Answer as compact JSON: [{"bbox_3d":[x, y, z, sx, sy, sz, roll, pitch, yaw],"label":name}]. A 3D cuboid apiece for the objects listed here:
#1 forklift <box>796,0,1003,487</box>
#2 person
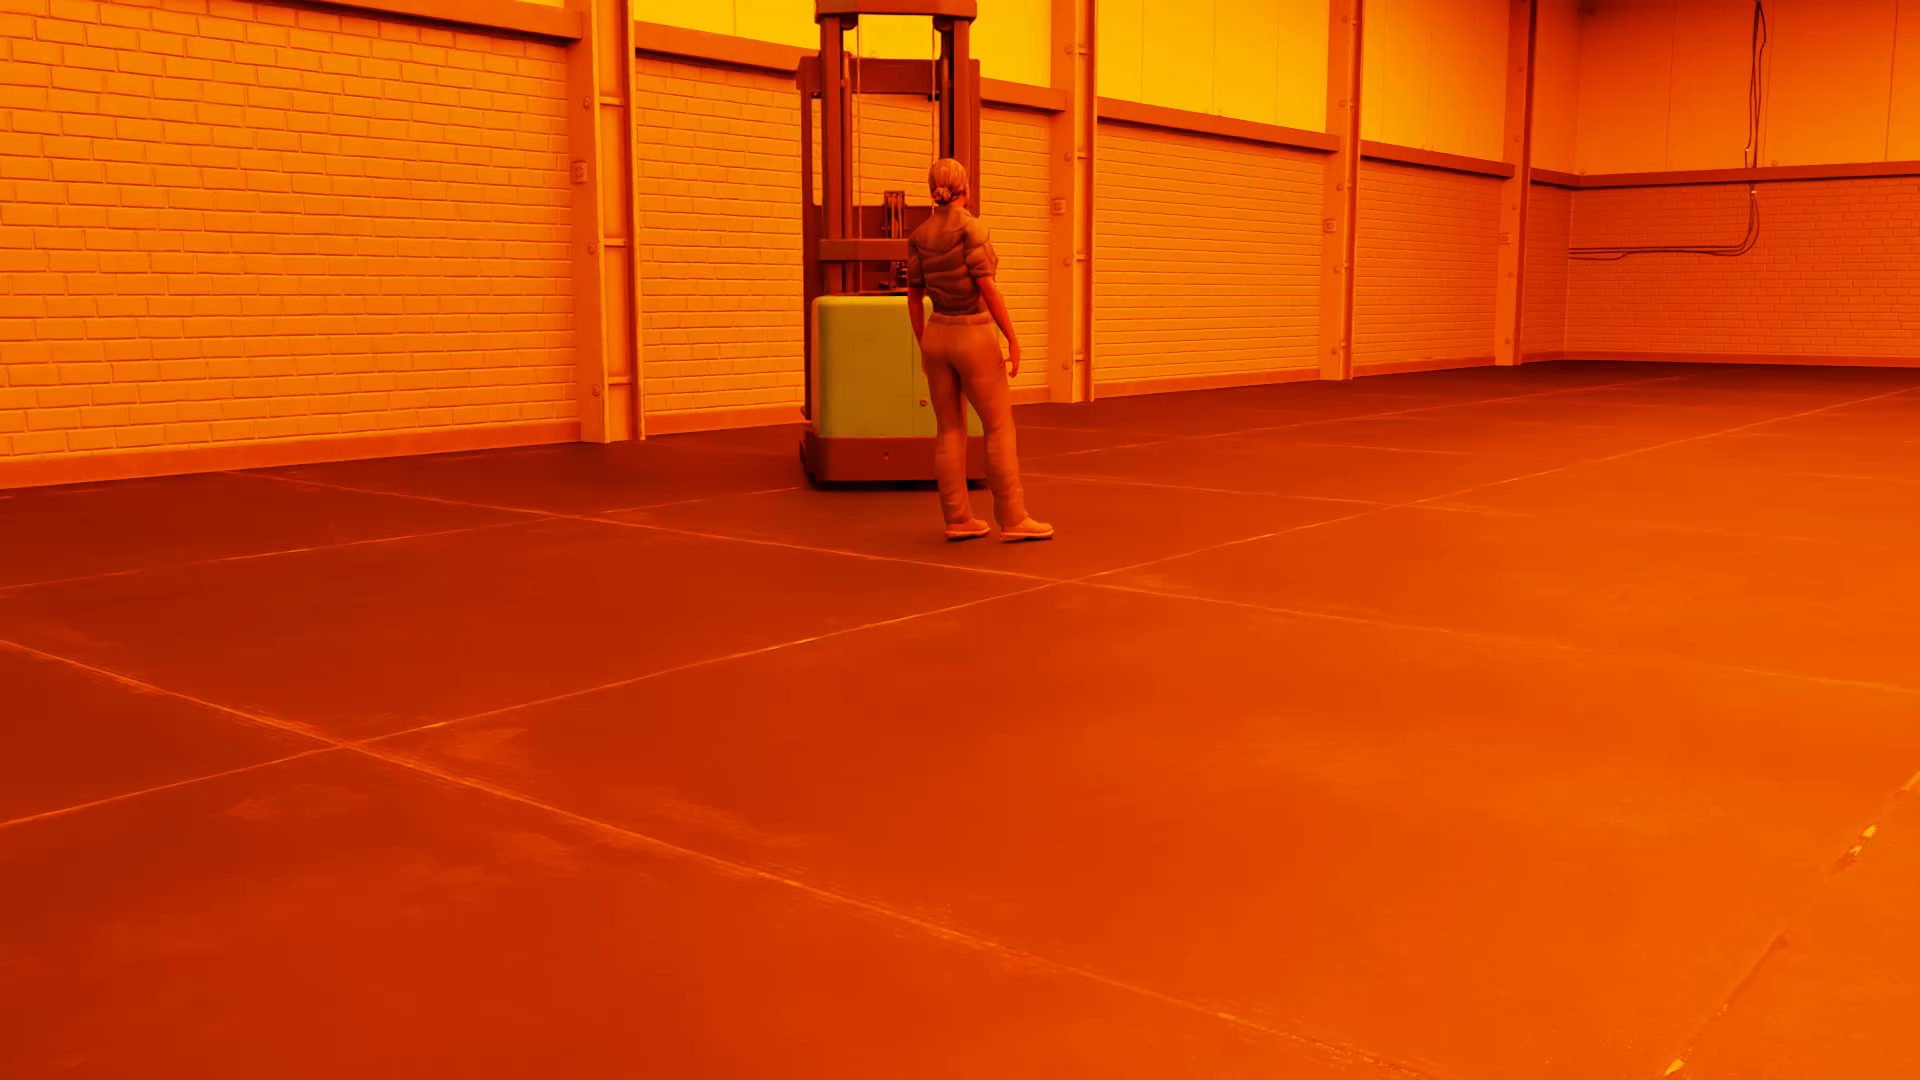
[{"bbox_3d":[-0.454,-1.925,10.435,1.130,2.935,3.031,-1,8,-7],"label":"forklift"},{"bbox_3d":[0.070,-0.834,7.339,0.569,1.654,0.504,7,11,38],"label":"person"}]
